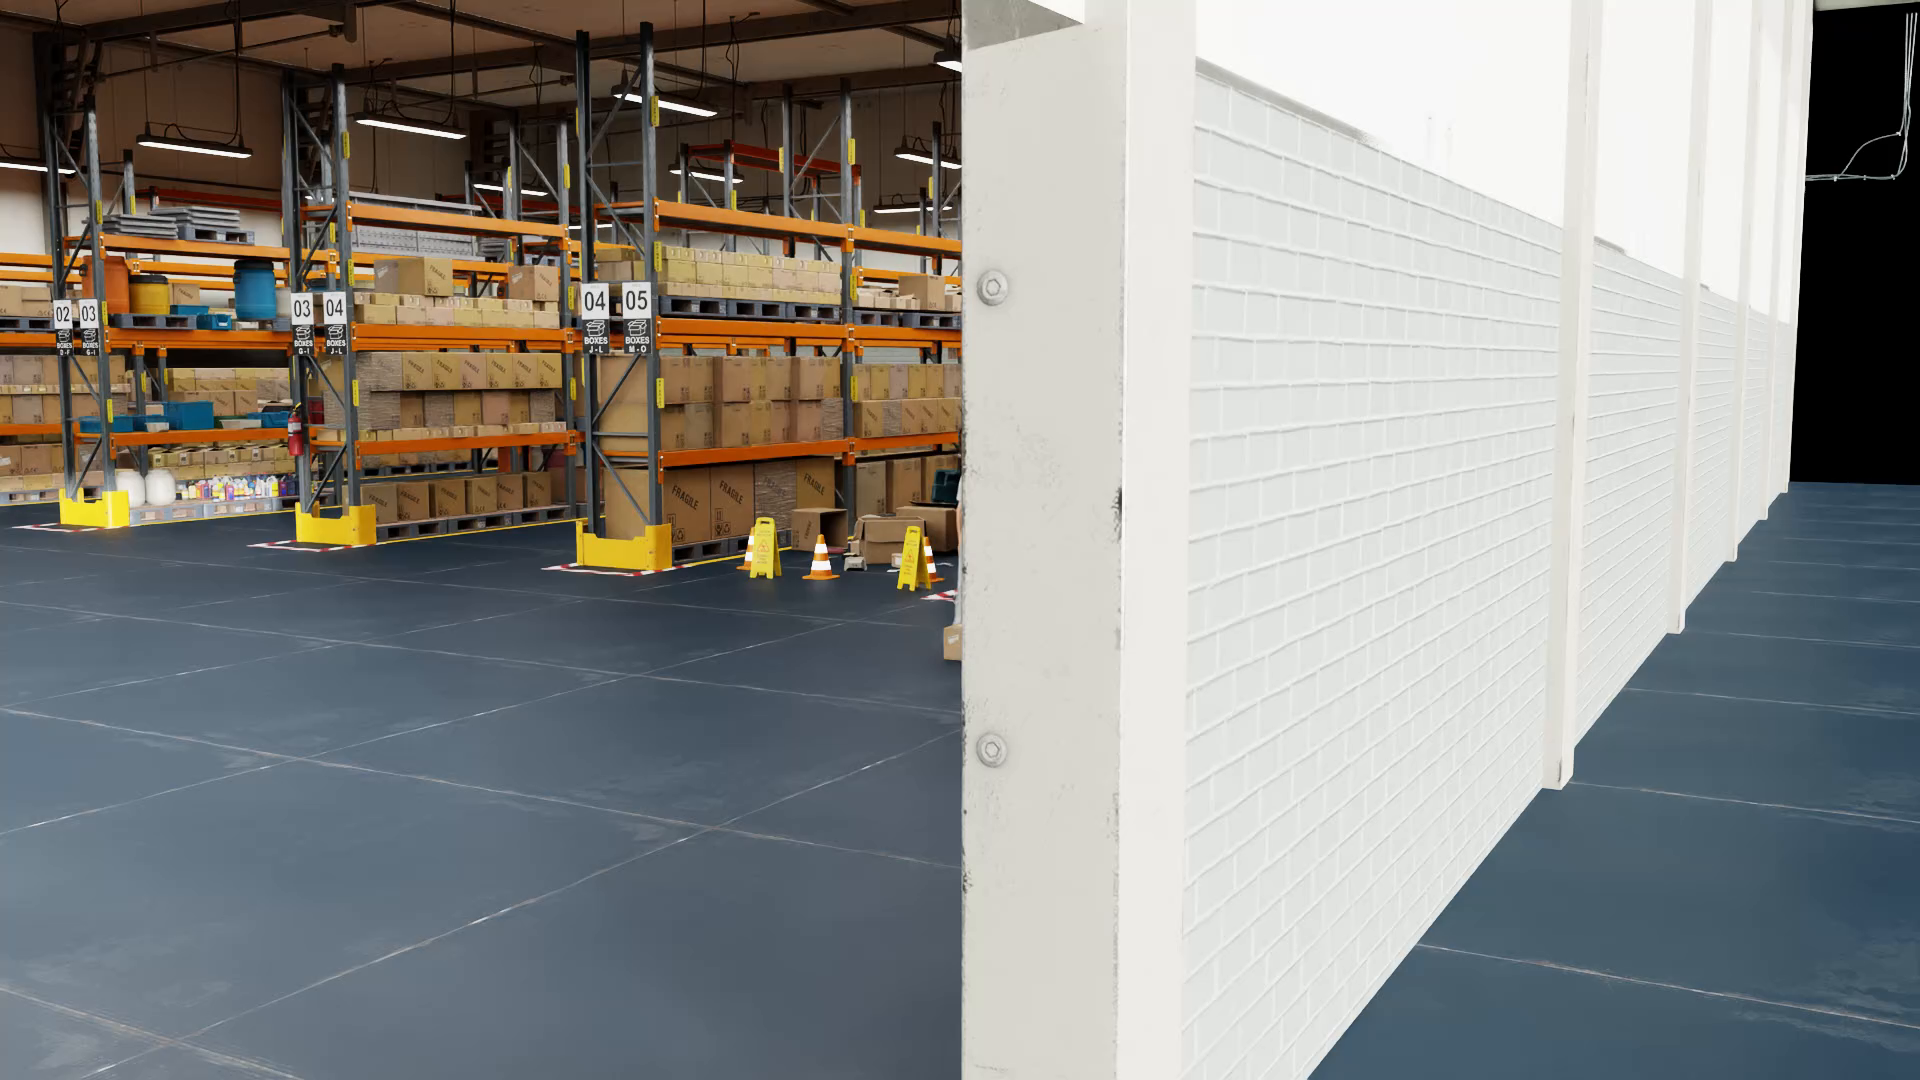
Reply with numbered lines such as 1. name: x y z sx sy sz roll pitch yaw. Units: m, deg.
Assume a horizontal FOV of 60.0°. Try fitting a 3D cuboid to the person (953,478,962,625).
1. person: 0.170 0.043 13.431 0.522 1.694 0.544 -1 6 -6
